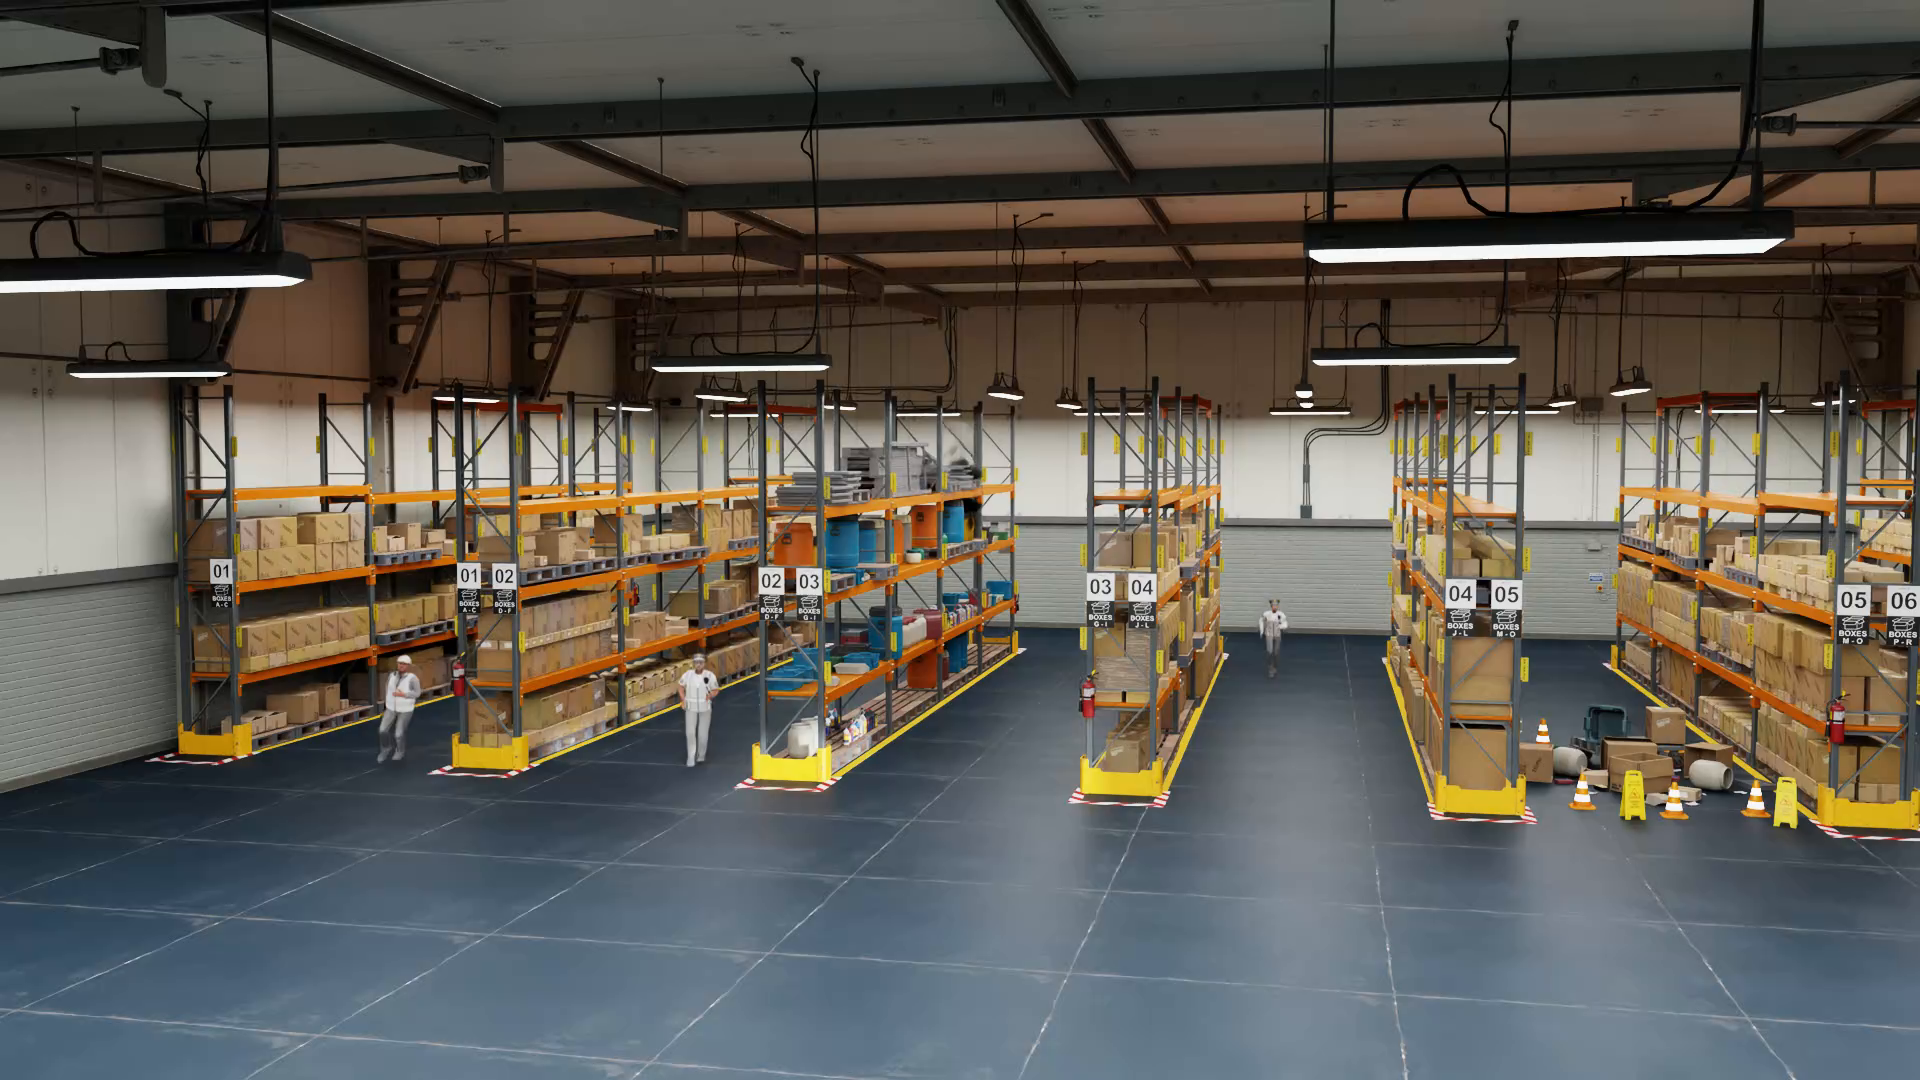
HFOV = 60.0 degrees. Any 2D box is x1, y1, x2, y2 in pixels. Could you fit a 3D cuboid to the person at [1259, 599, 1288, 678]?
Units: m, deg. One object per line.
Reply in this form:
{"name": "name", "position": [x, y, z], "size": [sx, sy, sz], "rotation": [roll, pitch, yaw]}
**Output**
{"name": "person", "position": [6.822, 2.143, 36.115], "size": [0.575, 1.739, 0.665], "rotation": [0, 3, 4]}

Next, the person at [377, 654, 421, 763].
{"name": "person", "position": [-8.877, 2.666, 26.350], "size": [0.715, 1.732, 0.668], "rotation": [0, 3, 3]}

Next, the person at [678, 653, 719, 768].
{"name": "person", "position": [-4.103, 2.680, 26.074], "size": [0.638, 1.827, 0.741], "rotation": [0, 3, -8]}
